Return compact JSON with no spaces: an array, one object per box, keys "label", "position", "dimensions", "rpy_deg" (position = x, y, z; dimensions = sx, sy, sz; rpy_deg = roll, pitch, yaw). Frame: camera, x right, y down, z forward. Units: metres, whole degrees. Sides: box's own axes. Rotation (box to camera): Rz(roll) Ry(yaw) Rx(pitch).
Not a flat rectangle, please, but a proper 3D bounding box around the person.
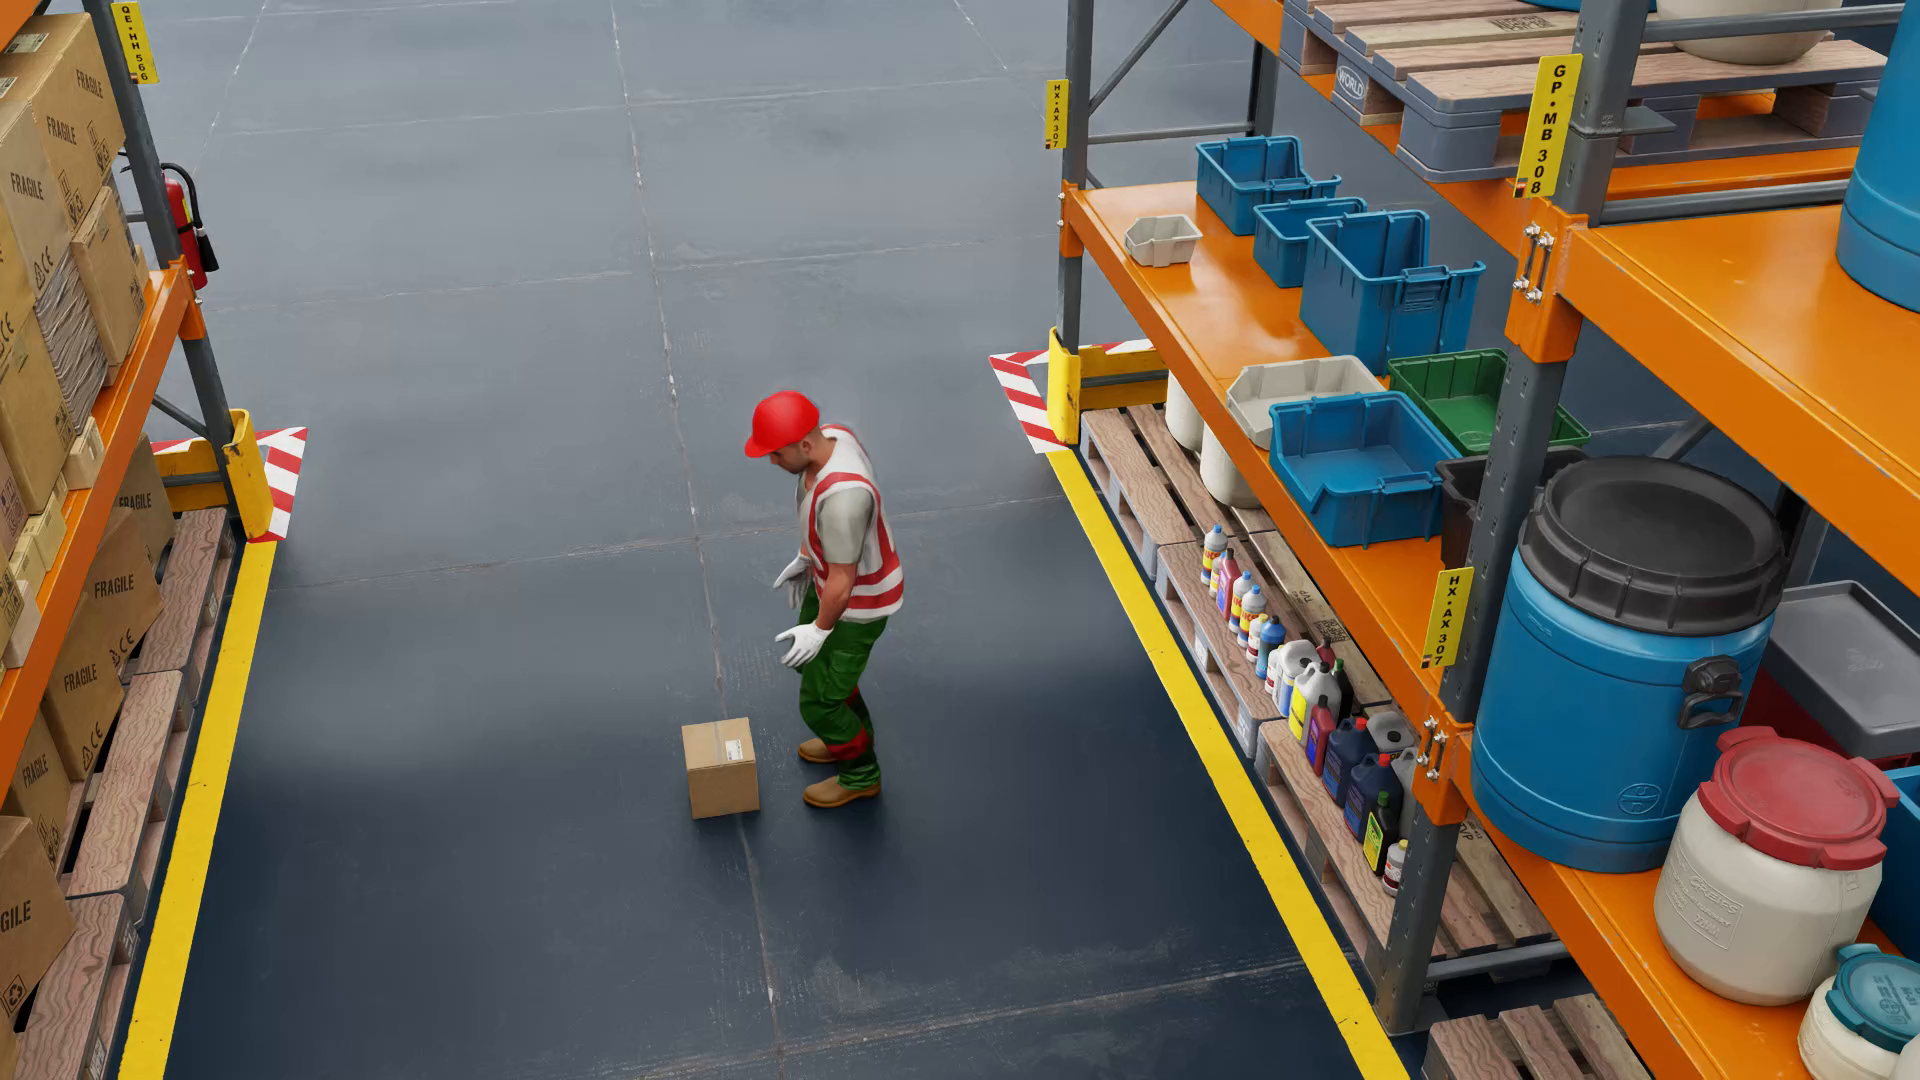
[{"label":"person","position":[-0.459,0.214,5.887],"dimensions":[0.516,1.698,0.554],"rpy_deg":[-6,35,-9]}]
